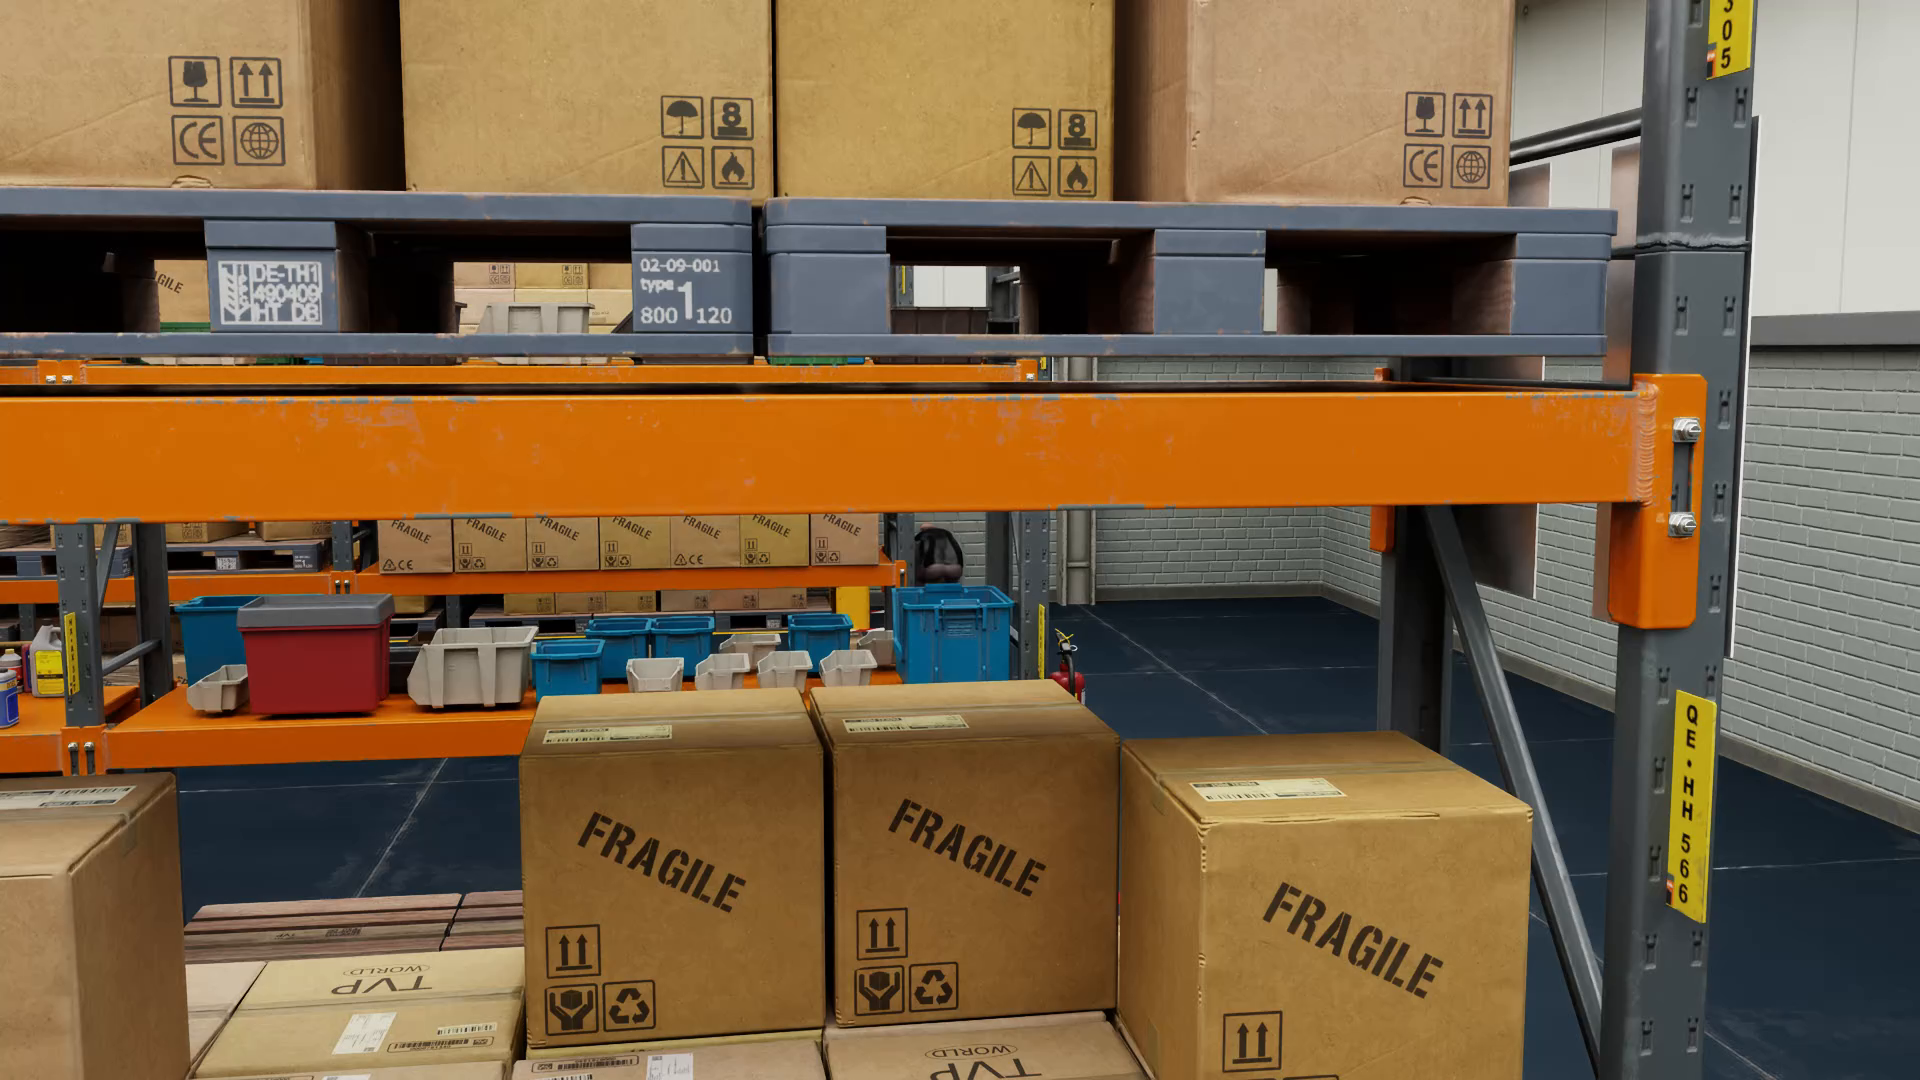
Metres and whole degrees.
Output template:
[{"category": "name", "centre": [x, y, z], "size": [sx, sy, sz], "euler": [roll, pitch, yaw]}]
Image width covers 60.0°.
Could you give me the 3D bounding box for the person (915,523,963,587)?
[{"category": "person", "centre": [-0.256, 0.323, 18.410], "size": [0.511, 0.957, 0.905], "euler": [-1, 7, -12]}]
